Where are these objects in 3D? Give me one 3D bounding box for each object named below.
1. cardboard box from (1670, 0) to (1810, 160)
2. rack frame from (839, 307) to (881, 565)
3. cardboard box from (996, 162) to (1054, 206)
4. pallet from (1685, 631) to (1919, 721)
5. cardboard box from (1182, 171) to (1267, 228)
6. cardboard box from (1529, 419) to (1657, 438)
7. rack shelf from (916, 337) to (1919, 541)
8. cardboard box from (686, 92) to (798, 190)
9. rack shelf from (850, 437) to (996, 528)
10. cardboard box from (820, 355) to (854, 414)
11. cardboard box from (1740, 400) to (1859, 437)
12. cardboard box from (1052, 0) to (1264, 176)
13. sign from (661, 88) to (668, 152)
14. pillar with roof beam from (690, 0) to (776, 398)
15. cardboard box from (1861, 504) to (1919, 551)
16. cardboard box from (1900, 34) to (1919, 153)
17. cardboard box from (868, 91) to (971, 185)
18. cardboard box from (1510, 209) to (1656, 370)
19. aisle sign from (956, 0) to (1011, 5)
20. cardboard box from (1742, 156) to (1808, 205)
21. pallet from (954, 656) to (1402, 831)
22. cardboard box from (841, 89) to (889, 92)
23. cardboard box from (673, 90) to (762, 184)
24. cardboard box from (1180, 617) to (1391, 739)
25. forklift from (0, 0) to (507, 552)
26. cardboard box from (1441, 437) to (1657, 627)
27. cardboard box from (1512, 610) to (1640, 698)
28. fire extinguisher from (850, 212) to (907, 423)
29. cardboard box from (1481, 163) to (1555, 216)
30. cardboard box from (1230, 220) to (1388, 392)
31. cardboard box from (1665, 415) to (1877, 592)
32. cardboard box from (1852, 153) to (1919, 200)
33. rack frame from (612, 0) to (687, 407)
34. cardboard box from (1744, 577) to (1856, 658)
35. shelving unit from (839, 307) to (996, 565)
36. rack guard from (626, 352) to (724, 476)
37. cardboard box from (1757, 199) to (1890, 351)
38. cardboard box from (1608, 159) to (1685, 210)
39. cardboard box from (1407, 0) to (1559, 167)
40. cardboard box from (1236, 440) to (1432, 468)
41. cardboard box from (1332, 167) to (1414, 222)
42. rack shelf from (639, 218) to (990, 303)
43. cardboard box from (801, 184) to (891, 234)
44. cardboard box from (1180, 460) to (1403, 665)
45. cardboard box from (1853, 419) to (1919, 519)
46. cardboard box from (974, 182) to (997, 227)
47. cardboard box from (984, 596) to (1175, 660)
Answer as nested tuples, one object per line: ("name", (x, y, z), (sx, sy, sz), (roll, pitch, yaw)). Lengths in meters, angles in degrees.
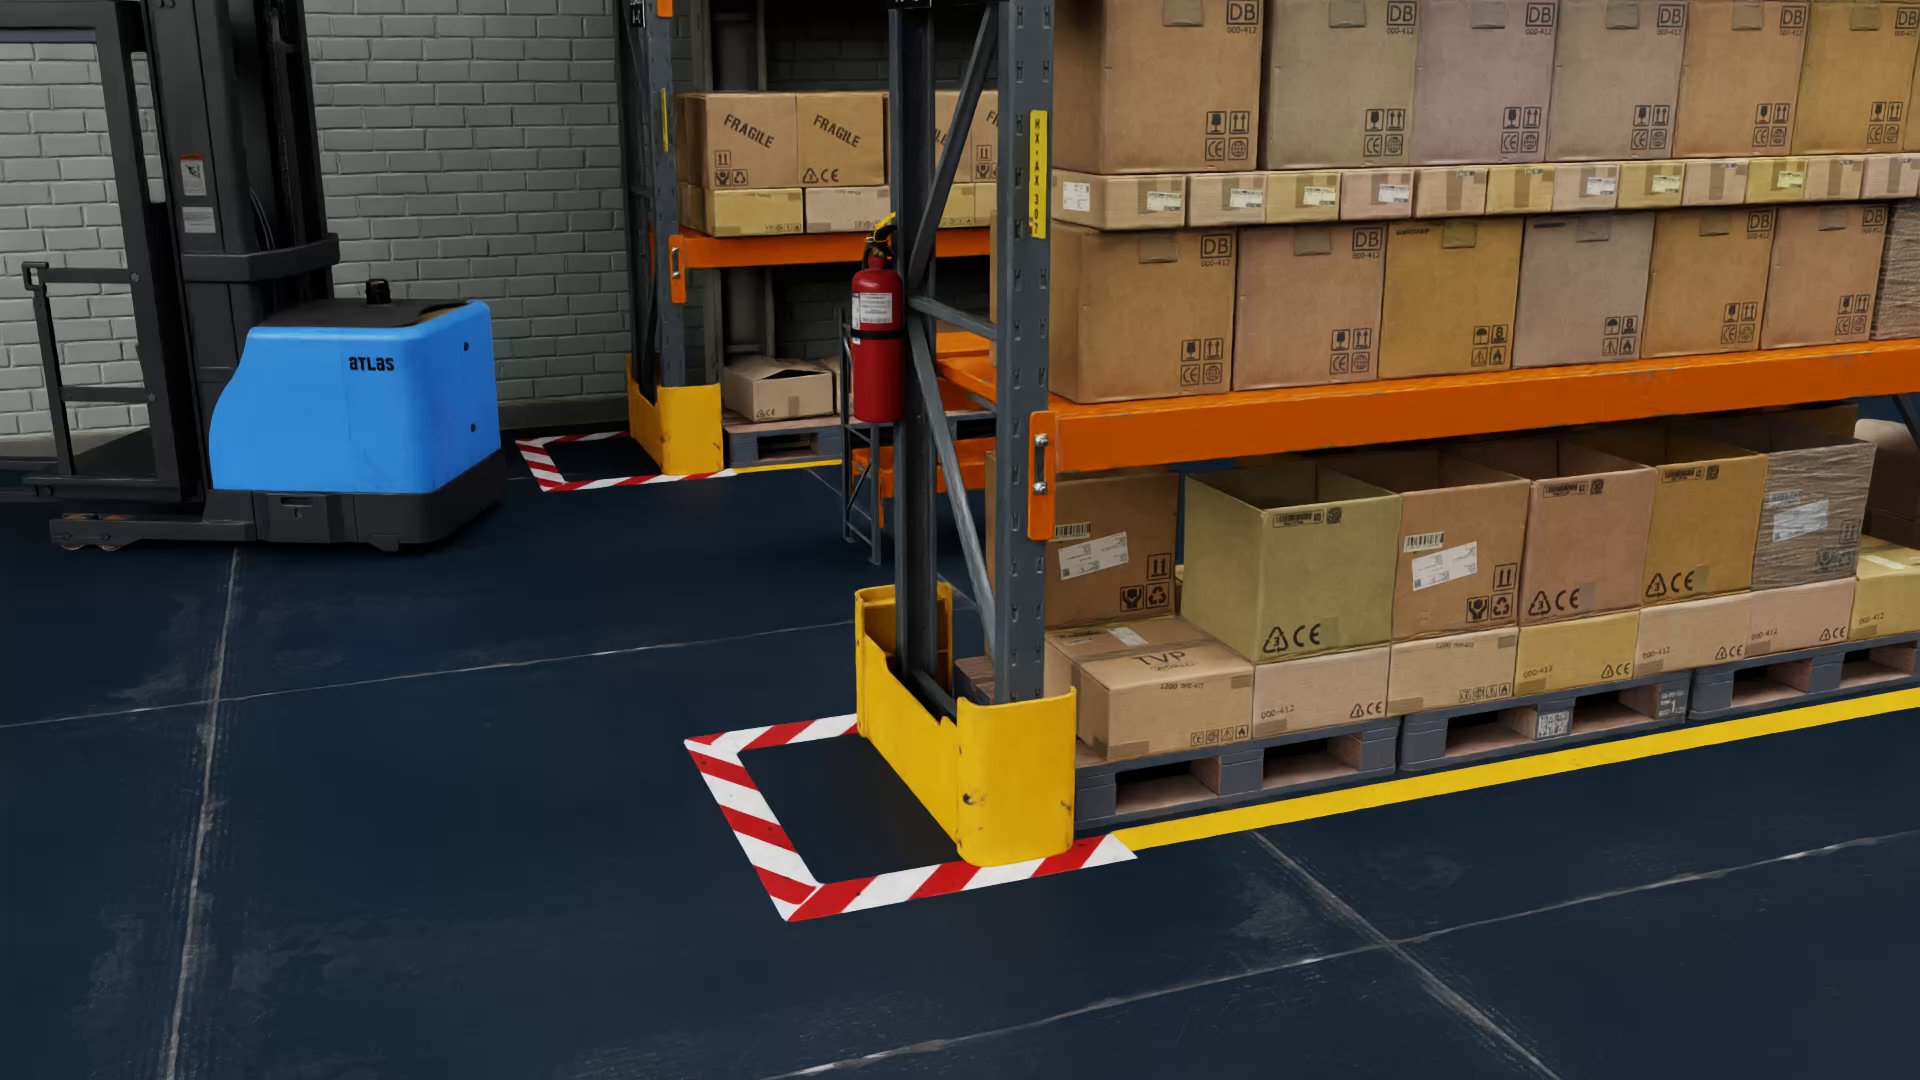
("cardboard box", (2.395, -1.579, 5.671), (0.500, 0.500, 0.700), (-6, 17, -20))
("rack frame", (-0.468, -0.489, 7.768), (0.032, 1.125, 0.500), (-6, 17, -20))
("cardboard box", (0.300, -1.101, 5.195), (0.250, 0.149, 0.380), (-6, 18, -21))
("pallet", (2.989, 0.351, 6.529), (1.213, 0.211, 1.003), (-6, 17, -20))
("cardboard box", (0.701, -1.022, 4.928), (0.250, 0.149, 0.380), (-7, 18, -22))
("cardboard box", (2.268, -0.233, 6.372), (0.500, 0.500, 0.500), (-6, 17, -20))
("rack shelf", (1.879, -0.509, 5.786), (4.000, 0.370, 1.077), (-6, 17, -20))
("cardboard box", (-1.211, -2.222, 9.242), (0.500, 0.500, 0.500), (-6, 17, -20))
("rack shelf", (0.006, -0.306, 8.011), (1.000, 0.278, 0.538), (-6, 17, -20))
("cardboard box", (-0.554, -0.981, 10.105), (0.500, 0.311, 0.500), (-5, 17, -15))
("cardboard box", (3.202, -0.334, 6.715), (0.500, 0.500, 0.500), (-6, 17, -20))
("cardboard box", (0.502, -1.372, 4.968), (0.500, 0.500, 0.700), (-6, 17, -20))
("sign", (-1.570, -2.229, 8.827), (0.005, 0.325, 0.100), (-6, 17, -20))
("pillar with roof beam", (0.120, -4.000, 5.748), (0.400, 9.000, 9.100), (-6, 17, -20))
("cardboard box", (4.030, -0.057, 7.102), (0.500, 0.250, 0.500), (-6, 18, -21))
("cardboard box", (3.335, -1.680, 6.017), (0.500, 0.500, 0.700), (-6, 17, -20))
("cardboard box", (-0.261, -2.320, 9.575), (0.500, 0.500, 0.500), (-7, 18, -22))
("cardboard box", (1.897, -0.901, 5.667), (0.500, 0.500, 0.700), (-6, 17, -18))
("aisle sign", (0.060, -1.813, 4.335), (0.004, 0.787, 0.394), (-6, 17, -20))
("cardboard box", (2.619, -1.230, 5.633), (0.250, 0.149, 0.380), (-6, 17, -20))
("pallet", (0.711, 0.597, 5.691), (1.213, 0.211, 1.003), (-6, 17, -20))
("cardboard box", (-0.445, -2.458, 10.045), (0.500, 0.500, 0.500), (-7, 18, -22))
("cardboard box", (-1.400, -2.357, 9.700), (0.500, 0.500, 0.500), (-6, 18, -21))
("cardboard box", (1.058, 0.418, 5.486), (0.500, 0.250, 0.500), (-6, 17, -20))
("forklift", (-3.912, -1.500, 8.005), (3.031, 2.935, 1.130), (1, 16, 5))
("cardboard box", (1.994, -0.041, 5.718), (0.500, 0.500, 0.500), (-6, 17, -20))
("cardboard box", (1.993, 0.318, 5.825), (0.500, 0.250, 0.500), (-6, 17, -20))
("fire extinguisher", (-0.265, -0.726, 5.385), (0.183, 0.674, 0.296), (-6, 17, -20))
("cardboard box", (1.657, -1.125, 5.278), (0.250, 0.149, 0.380), (-6, 18, -21))
("cardboard box", (0.941, -0.799, 5.318), (0.500, 0.500, 0.700), (-6, 17, -19))
("cardboard box", (2.921, -0.147, 6.078), (0.500, 0.500, 0.500), (-6, 17, -20))
("cardboard box", (3.094, -1.280, 5.805), (0.250, 0.149, 0.380), (-7, 18, -22))
("rack frame", (-1.764, -1.956, 9.435), (0.127, 3.000, 1.000), (-6, 17, -20))
("cardboard box", (2.922, 0.214, 6.182), (0.500, 0.250, 0.500), (-6, 17, -20))
("shelving unit", (0.006, -0.540, 7.942), (1.048, 1.125, 0.538), (-6, 17, -20))
("rack guard", (-1.693, -0.764, 9.814), (0.348, 0.500, 1.175), (-6, 17, -20))
("cardboard box", (2.844, -1.003, 6.013), (0.500, 0.500, 0.700), (-6, 18, -21))
("cardboard box", (2.136, -1.177, 5.452), (0.250, 0.149, 0.380), (-6, 17, -18))
("cardboard box", (1.461, -1.478, 5.328), (0.500, 0.500, 0.700), (-6, 17, -20))
("cardboard box", (1.334, -0.132, 6.028), (0.500, 0.500, 0.500), (-6, 17, -20))
("cardboard box", (1.171, -1.072, 5.097), (0.250, 0.149, 0.380), (-6, 18, -21))
("rack shelf", (0.103, -1.812, 10.223), (4.000, 0.370, 1.077), (-6, 17, -20))
("cardboard box", (-0.715, -1.915, 9.528), (0.500, 0.250, 0.500), (-7, 18, -22))
("cardboard box", (1.058, 0.059, 5.379), (0.500, 0.500, 0.500), (-6, 17, -20))
("cardboard box", (4.022, -0.324, 7.017), (0.500, 0.311, 0.500), (-6, 17, -20))
("cardboard box", (0.235, -2.016, 9.869), (0.500, 0.250, 0.500), (-6, 17, -20))
("cardboard box", (0.407, 0.333, 5.775), (0.500, 0.250, 0.500), (-6, 17, -20))
